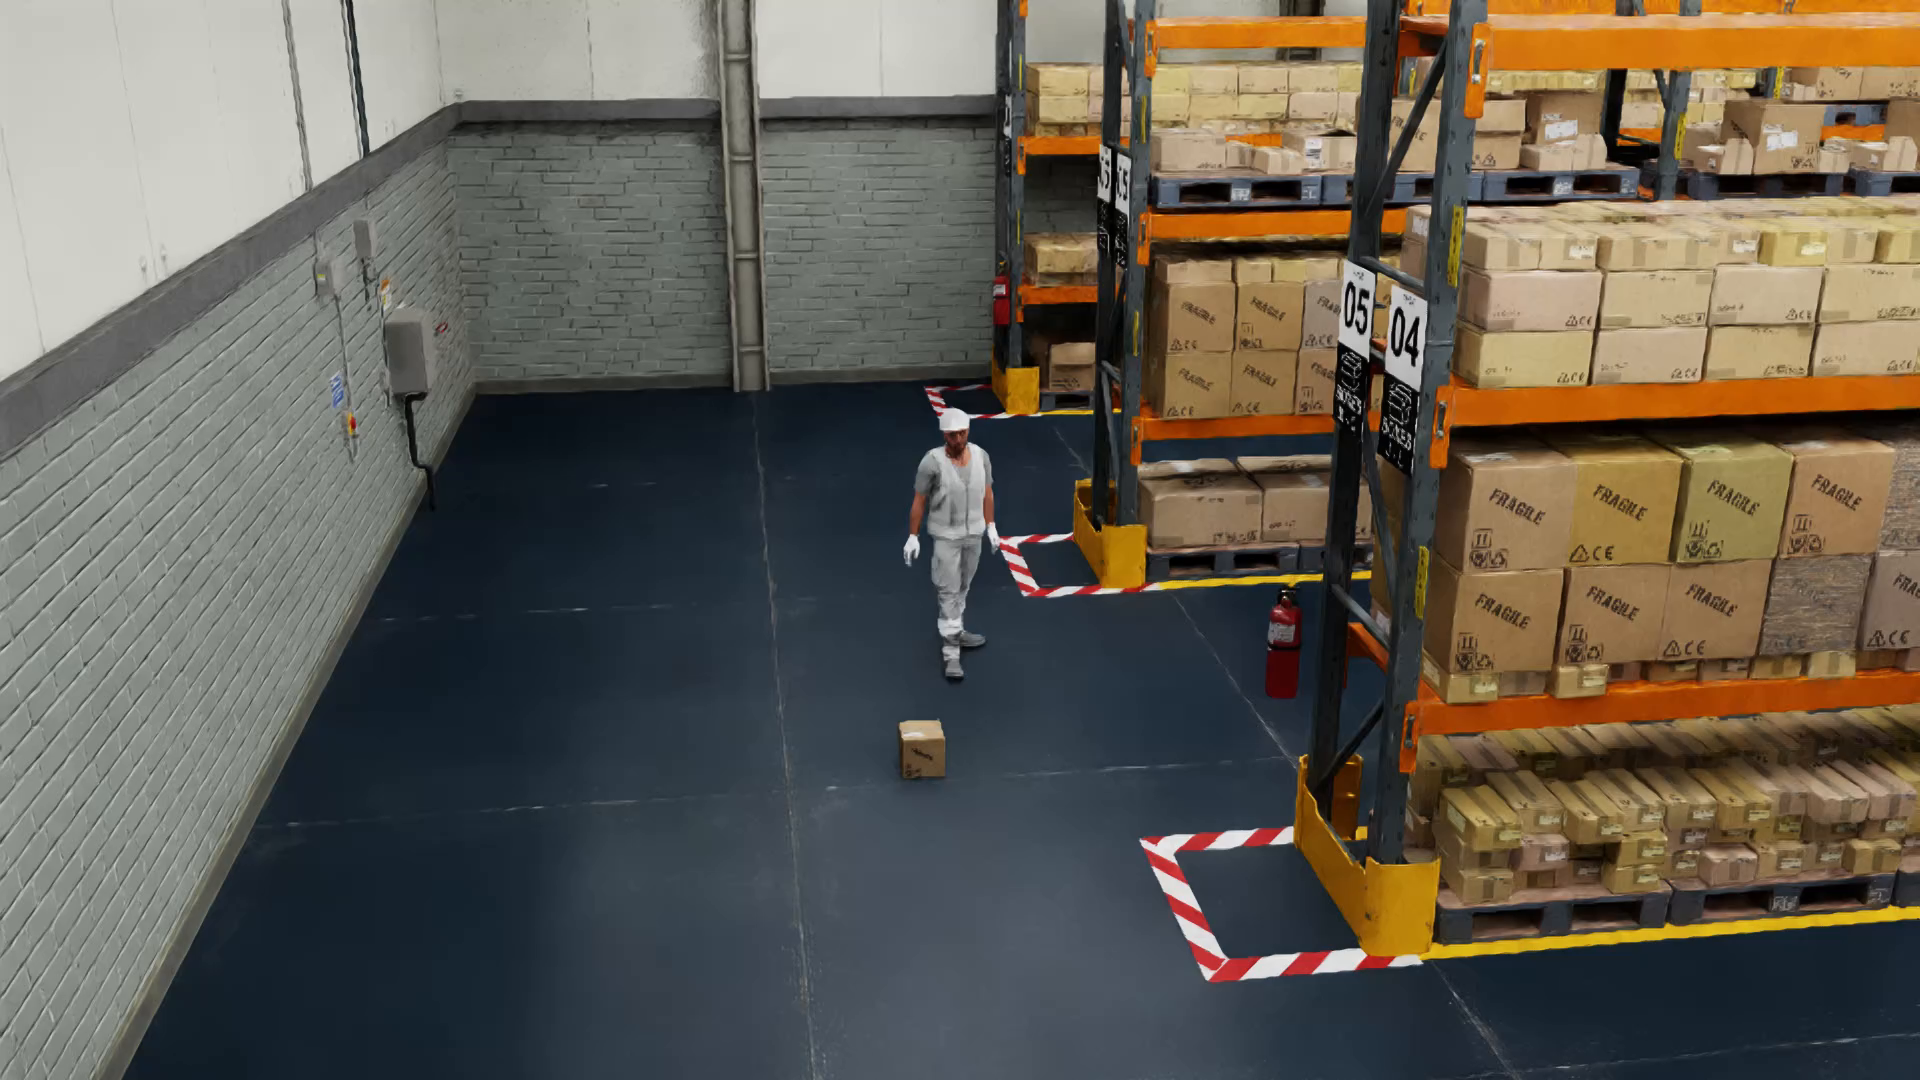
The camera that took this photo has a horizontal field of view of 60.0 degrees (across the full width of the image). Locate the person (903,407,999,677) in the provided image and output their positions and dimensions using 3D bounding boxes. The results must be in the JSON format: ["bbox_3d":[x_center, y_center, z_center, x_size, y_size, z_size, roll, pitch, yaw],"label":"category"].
[{"bbox_3d":[-0.036,-0.008,11.044,0.693,1.789,0.638,-12,23,-30],"label":"person"}]
